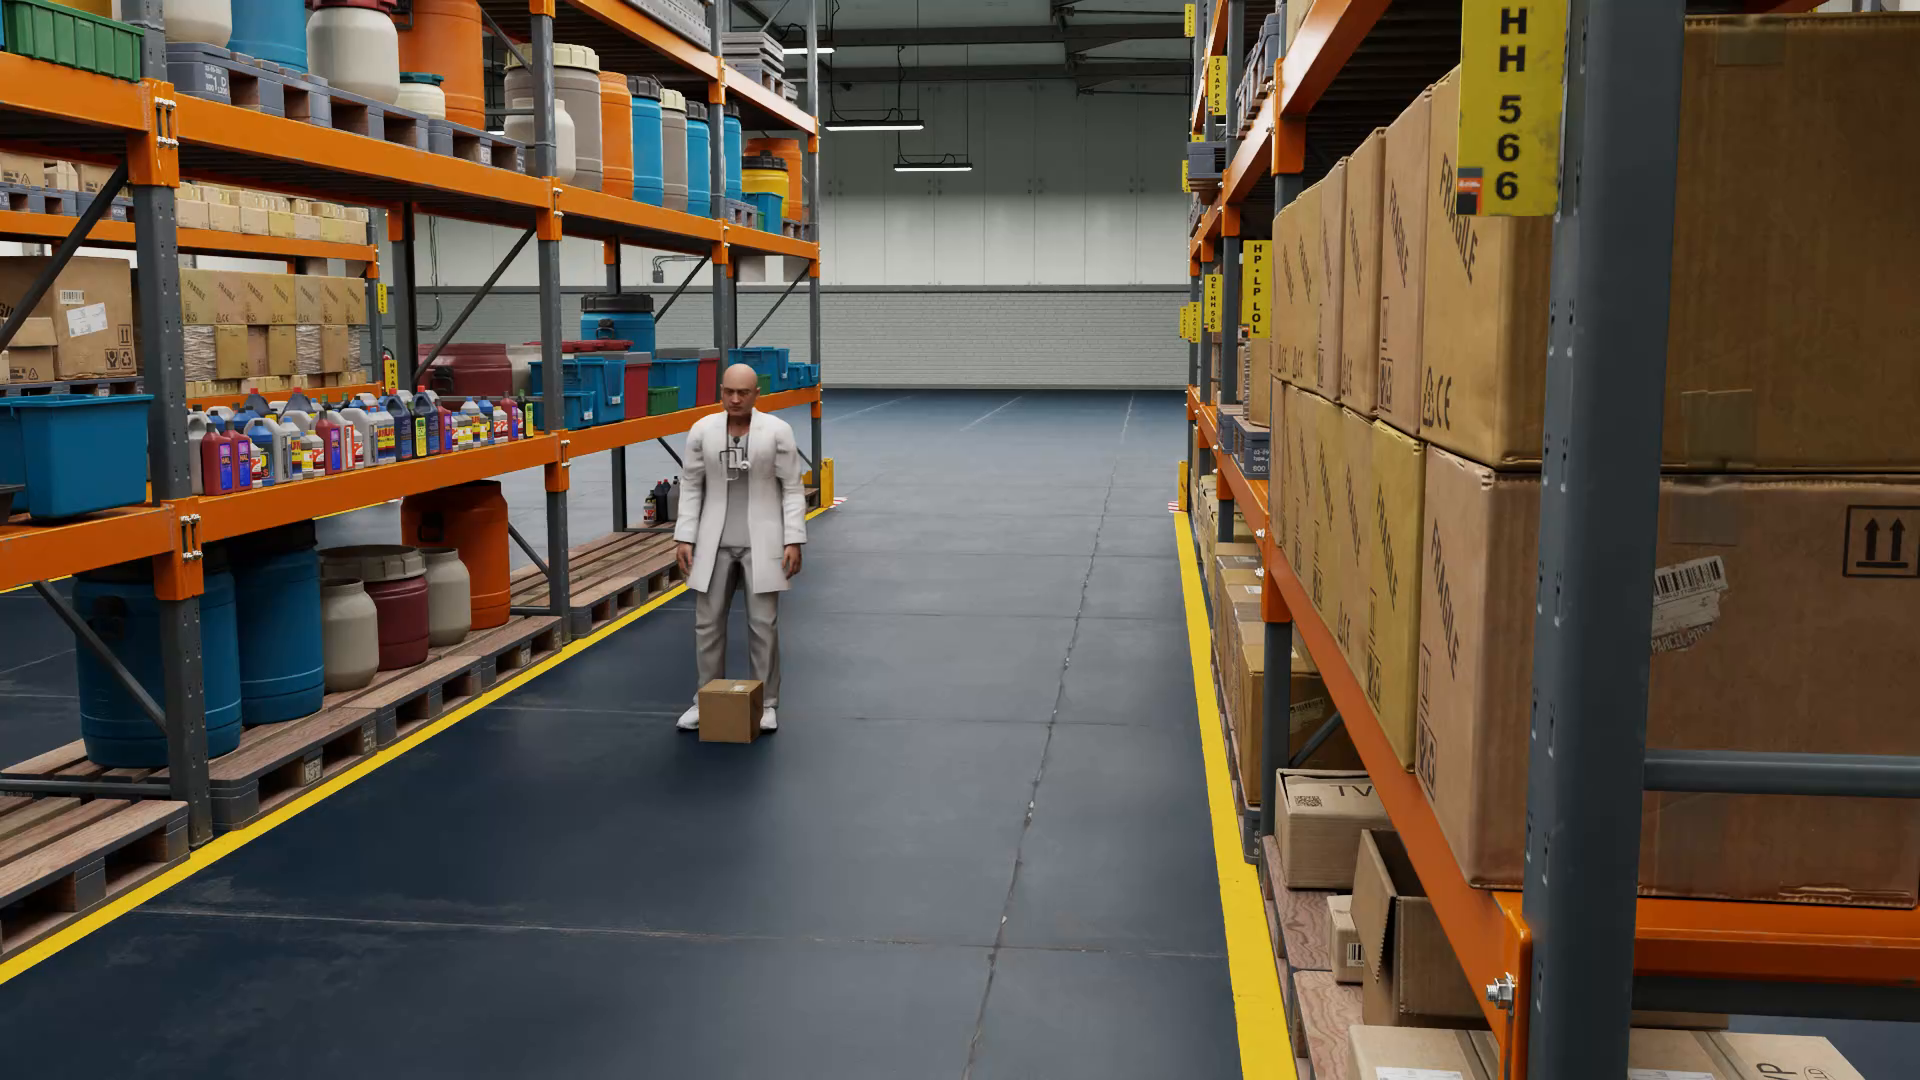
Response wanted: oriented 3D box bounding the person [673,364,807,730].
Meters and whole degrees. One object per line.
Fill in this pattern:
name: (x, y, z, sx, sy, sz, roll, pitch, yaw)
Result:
person: (-1.068, 0.031, 8.105, 0.656, 1.774, 0.416, 1, 7, 4)
